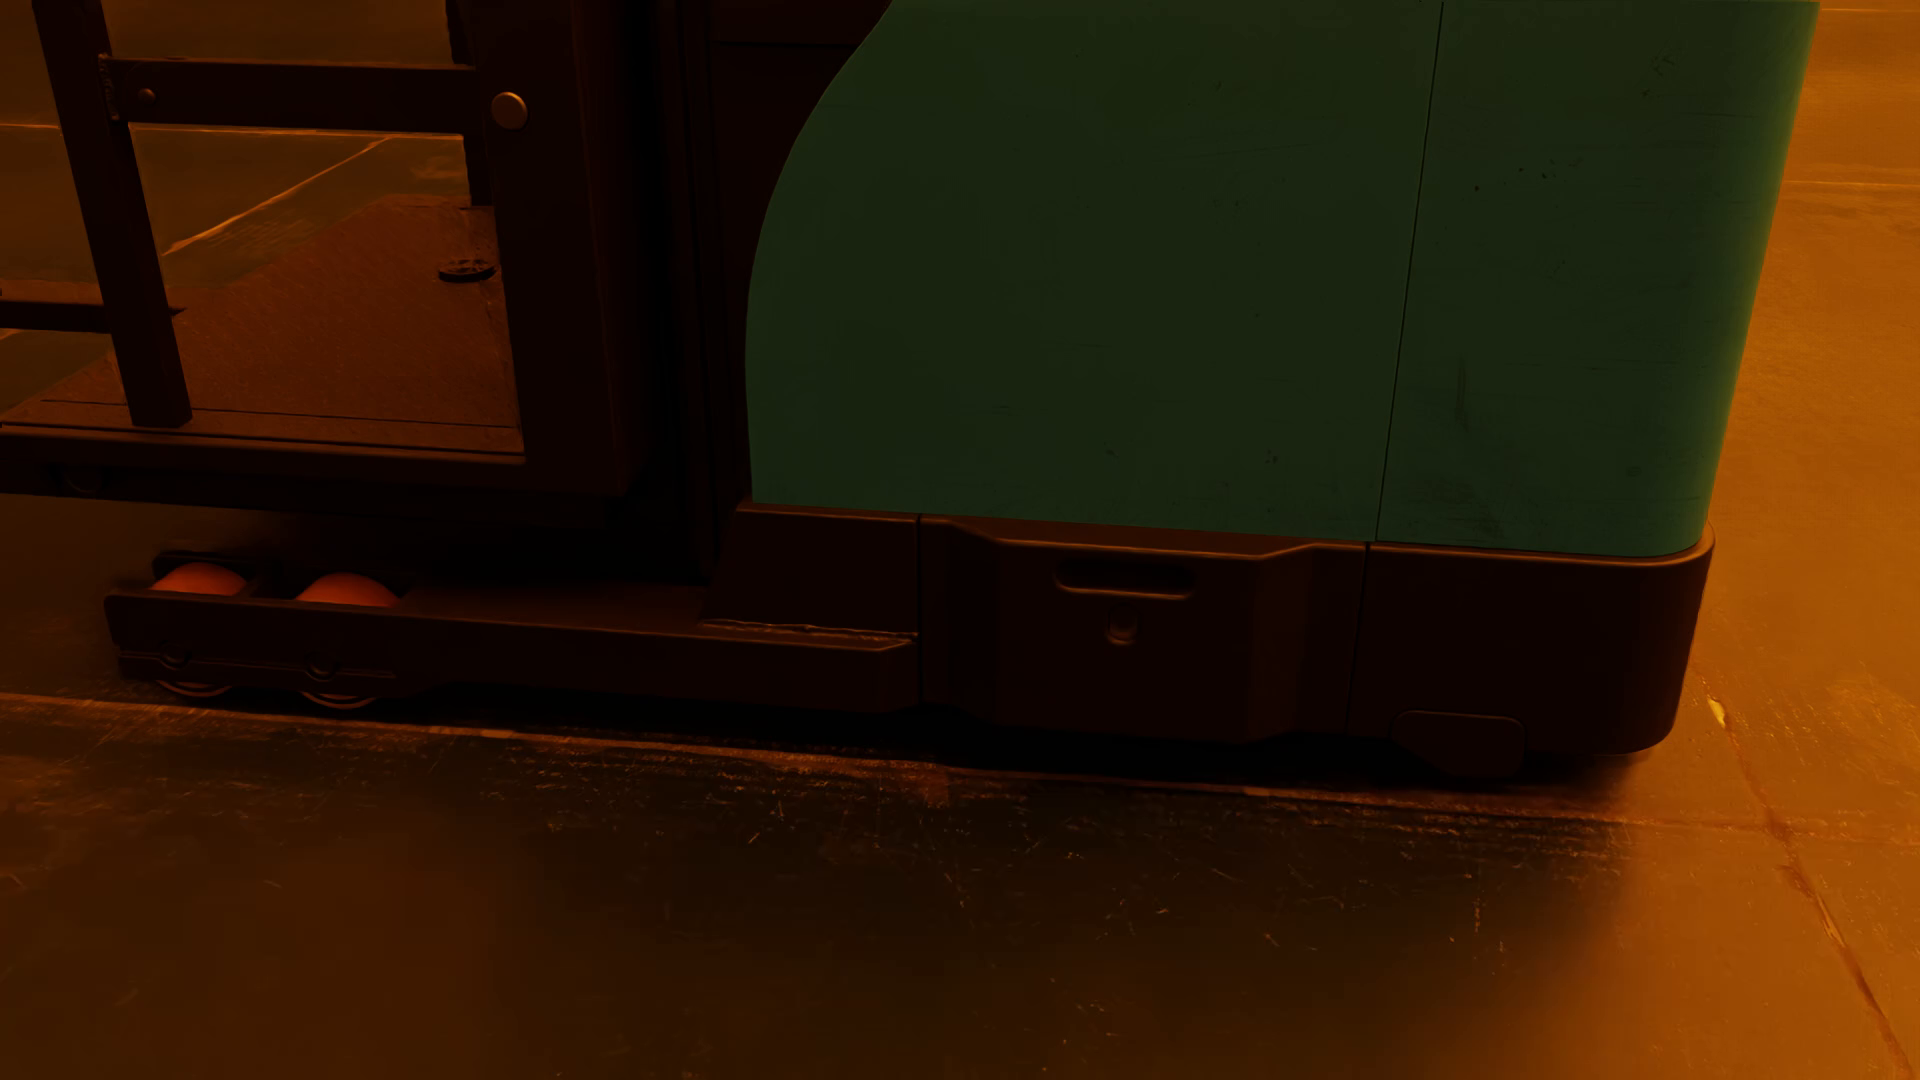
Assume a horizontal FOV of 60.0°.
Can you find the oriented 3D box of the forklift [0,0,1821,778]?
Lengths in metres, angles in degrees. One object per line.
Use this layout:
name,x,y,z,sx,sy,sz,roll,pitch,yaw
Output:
forklift,-0.611,-1.329,1.881,3.031,2.935,1.130,4,27,7
